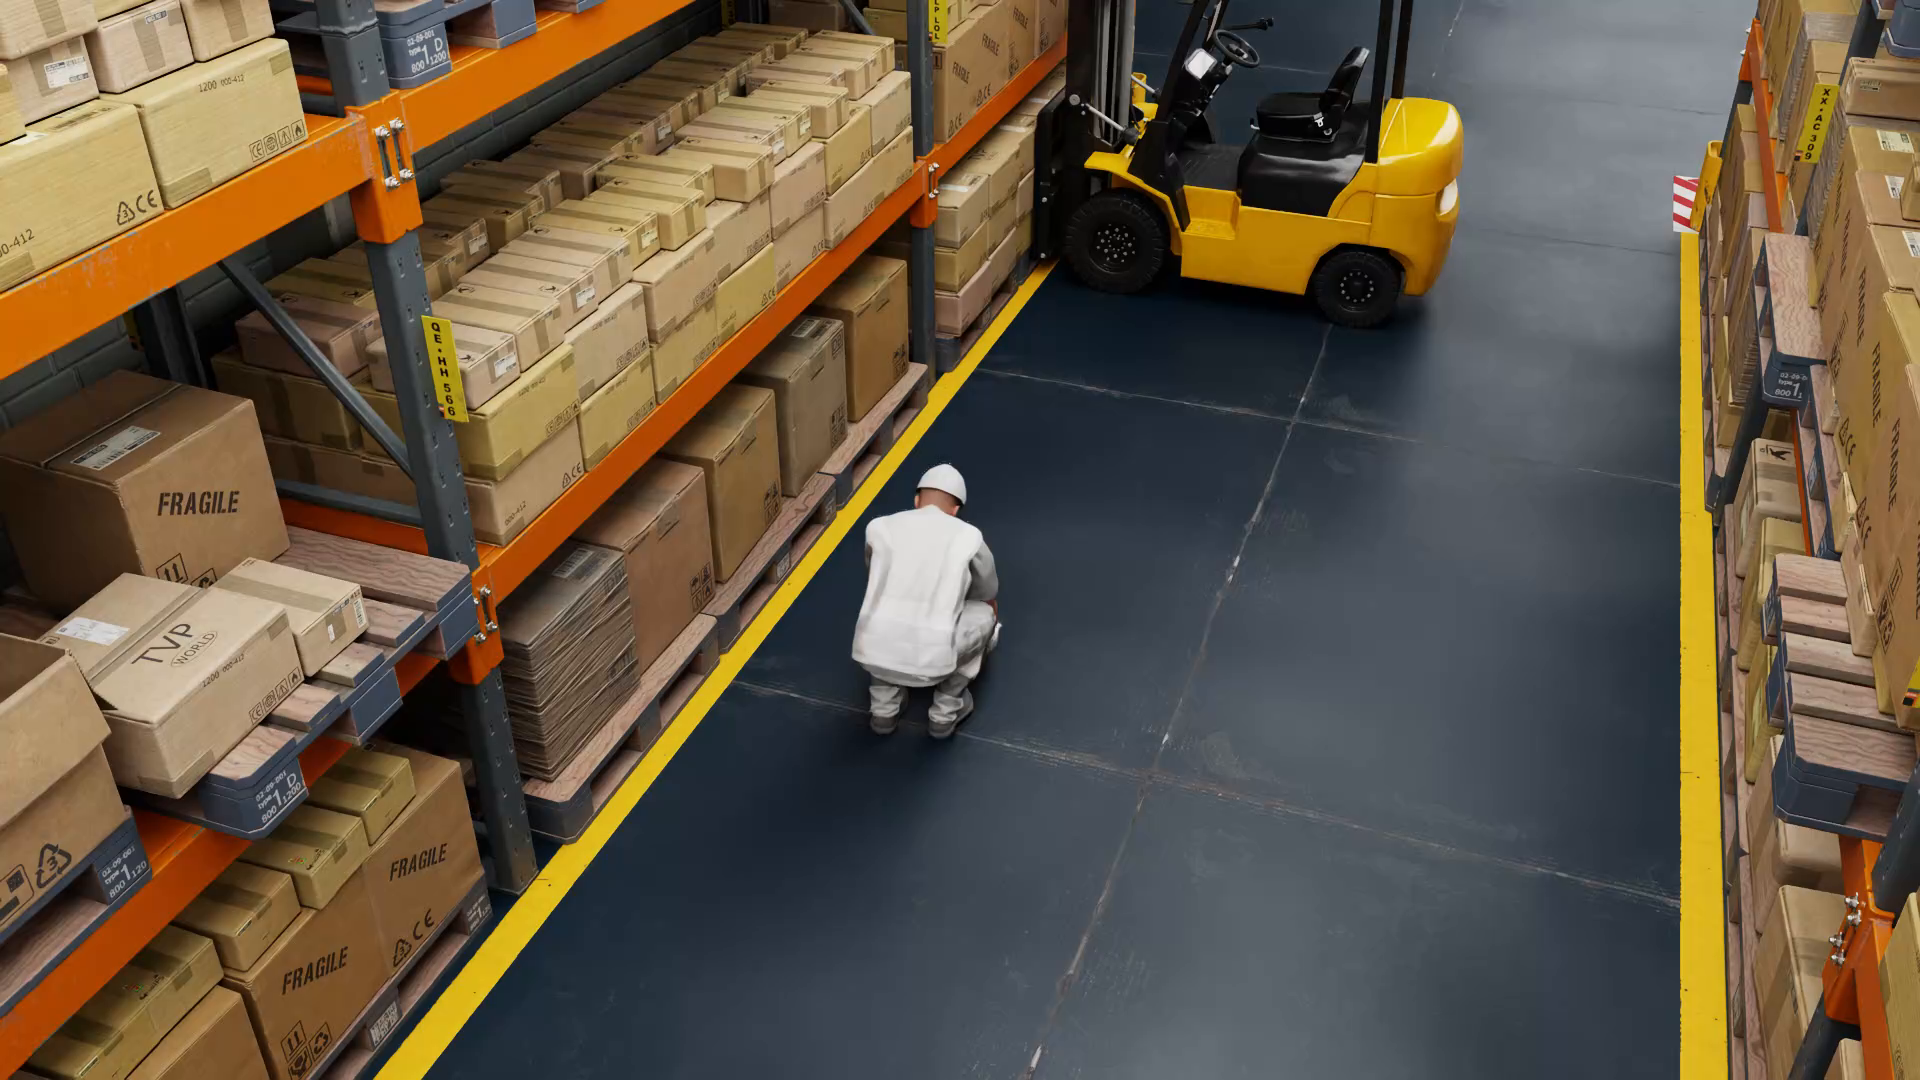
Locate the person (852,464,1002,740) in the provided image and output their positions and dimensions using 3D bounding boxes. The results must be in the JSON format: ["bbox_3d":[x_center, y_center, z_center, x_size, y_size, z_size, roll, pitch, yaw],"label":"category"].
[{"bbox_3d":[-0.146,0.272,6.511,0.567,0.909,0.885,11,35,17],"label":"person"}]
